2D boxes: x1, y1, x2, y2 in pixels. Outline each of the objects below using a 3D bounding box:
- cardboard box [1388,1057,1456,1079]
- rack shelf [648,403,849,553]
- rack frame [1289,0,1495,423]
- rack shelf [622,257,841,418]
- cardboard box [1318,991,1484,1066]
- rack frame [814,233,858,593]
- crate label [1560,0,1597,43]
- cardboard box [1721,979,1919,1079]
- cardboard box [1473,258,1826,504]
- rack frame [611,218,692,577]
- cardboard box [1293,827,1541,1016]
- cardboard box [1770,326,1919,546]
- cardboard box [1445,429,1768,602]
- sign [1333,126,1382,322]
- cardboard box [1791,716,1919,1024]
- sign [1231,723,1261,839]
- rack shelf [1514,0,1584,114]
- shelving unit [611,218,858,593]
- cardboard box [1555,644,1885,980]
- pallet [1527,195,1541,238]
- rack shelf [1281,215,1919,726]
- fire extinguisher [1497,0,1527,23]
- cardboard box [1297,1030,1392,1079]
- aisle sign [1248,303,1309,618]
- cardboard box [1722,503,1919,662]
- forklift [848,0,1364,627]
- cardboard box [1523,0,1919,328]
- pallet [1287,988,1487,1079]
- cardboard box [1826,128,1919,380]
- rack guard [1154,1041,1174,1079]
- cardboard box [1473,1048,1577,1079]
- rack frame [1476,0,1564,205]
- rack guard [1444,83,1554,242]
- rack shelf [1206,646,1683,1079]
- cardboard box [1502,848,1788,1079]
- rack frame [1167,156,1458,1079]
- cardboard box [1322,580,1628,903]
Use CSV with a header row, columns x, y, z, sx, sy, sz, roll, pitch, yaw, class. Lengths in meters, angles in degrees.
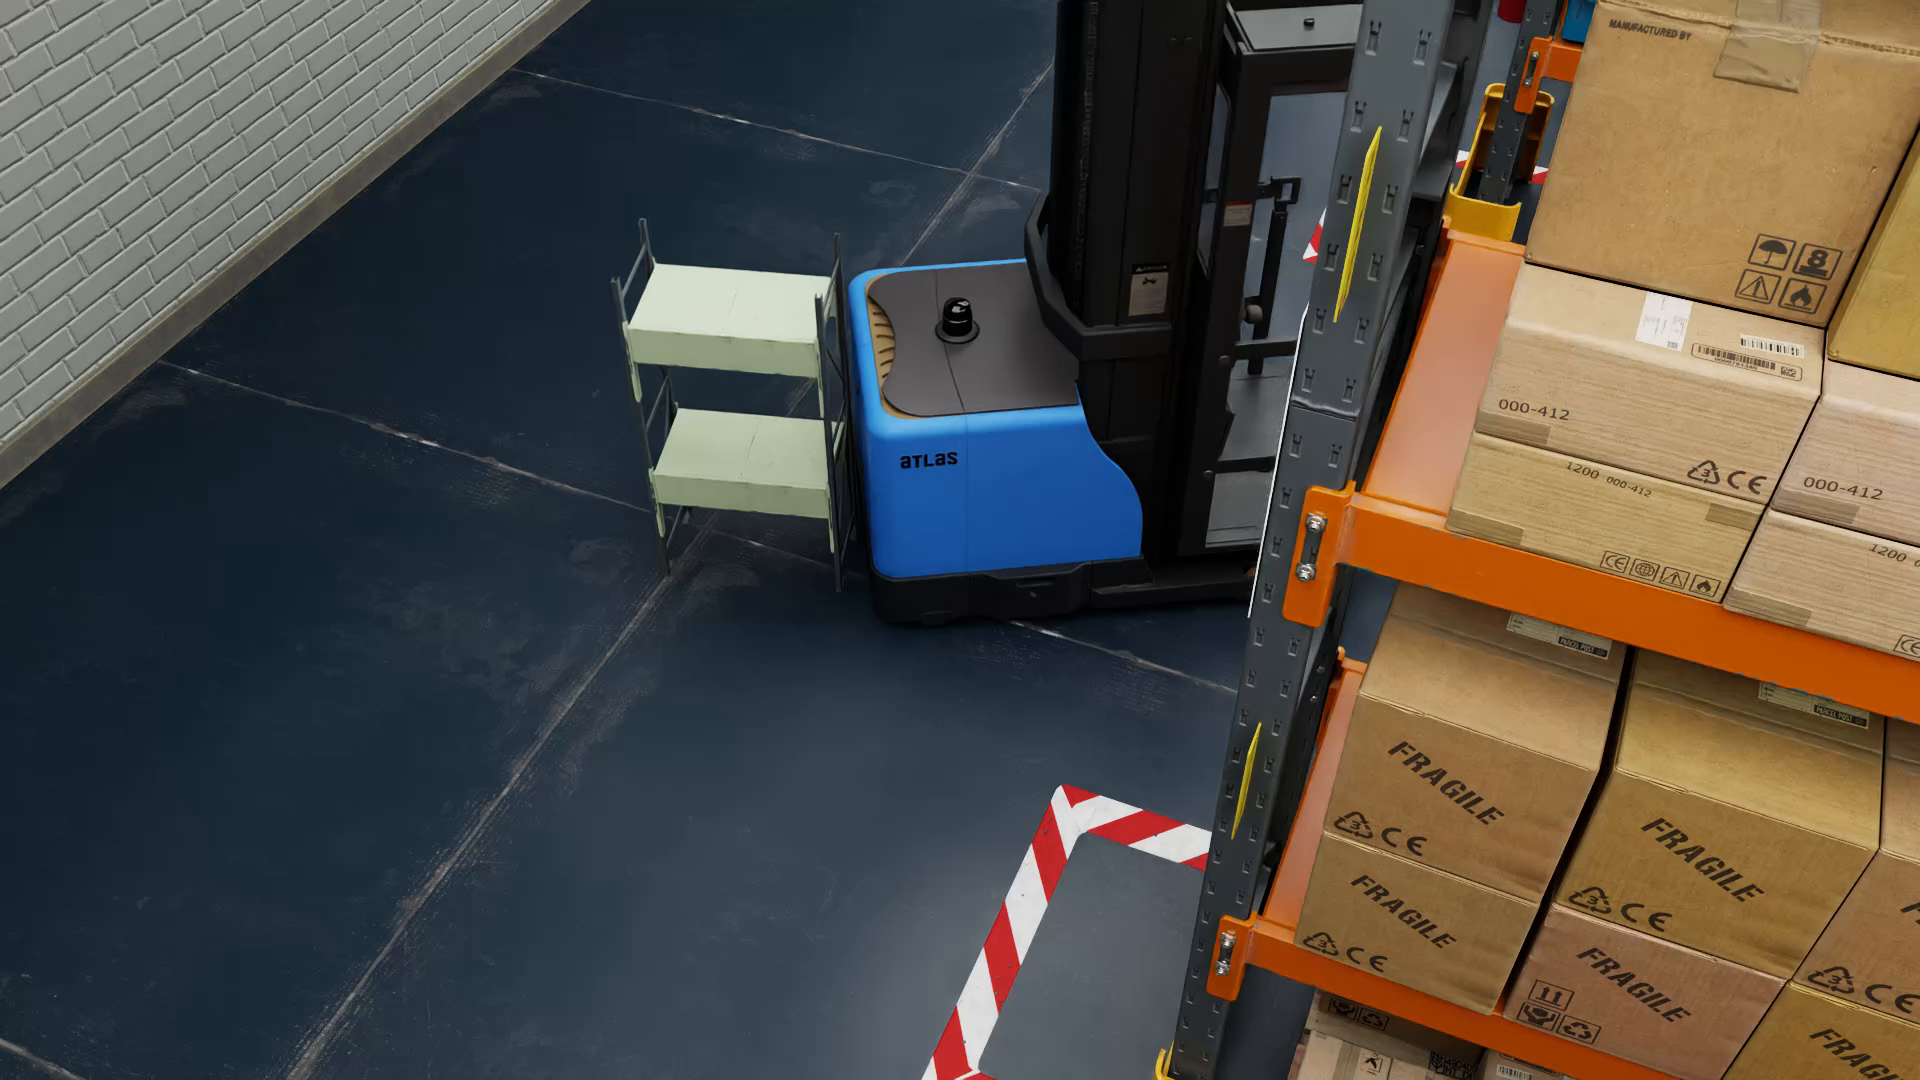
x,y,z,sx,sy,sz,roll,pitch,yaw,class
1.347,1.759,4.891,0.250,0.166,0.380,16,47,16,cardboard box
-0.836,-0.254,6.743,0.720,0.370,0.431,5,45,5,rack shelf
0.862,-1.621,2.339,0.127,3.000,1.000,16,47,16,rack frame
-0.836,-0.762,6.238,0.720,0.370,0.431,5,45,5,rack shelf
1.458,1.223,5.194,0.500,0.500,0.500,16,47,16,cardboard box
-0.473,-0.452,6.480,0.023,1.500,0.400,5,45,5,rack frame
2.873,-2.399,7.449,0.303,0.233,0.416,16,47,16,crate label
2.110,1.037,3.849,0.500,0.500,0.500,16,47,16,cardboard box
1.236,-0.373,2.963,0.500,0.250,0.500,16,47,16,cardboard box
-1.199,-0.519,6.547,0.023,1.500,0.400,5,45,5,rack frame
1.170,0.762,4.126,0.500,0.500,0.500,17,47,17,cardboard box
1.694,-0.233,2.821,0.500,0.250,0.500,16,47,16,cardboard box
1.238,-0.200,3.143,0.500,0.250,0.500,16,47,16,cardboard box
0.653,-0.515,2.733,0.005,0.325,0.100,16,47,16,sign
2.115,0.684,3.496,0.500,0.500,0.500,17,47,16,cardboard box
0.653,0.552,3.794,0.005,0.325,0.100,16,47,16,sign
4.618,-1.920,7.402,4.000,0.370,1.077,16,47,16,rack shelf
-0.836,-0.485,6.513,0.755,1.500,0.431,5,45,5,shelving unit
1.655,0.544,3.635,0.500,0.500,0.500,17,47,16,cardboard box
3.518,-1.481,8.427,1.213,0.211,1.003,16,47,16,pallet
2.708,0.240,3.104,4.000,0.370,1.077,16,47,16,rack shelf
2.808,-2.895,8.192,0.183,0.674,0.296,16,47,16,fire extinguisher
1.116,1.697,4.966,0.250,0.149,0.380,16,47,16,cardboard box
0.686,-0.244,3.364,0.004,0.787,0.394,16,47,16,aisle sign
1.694,-0.056,2.998,0.500,0.250,0.500,16,47,16,cardboard box
1.096,-1.151,6.168,3.031,2.935,1.130,-5,45,-5,forklift
1.342,-0.819,2.879,0.500,0.500,0.700,16,47,16,cardboard box
1.668,1.730,5.200,1.213,0.211,1.003,16,47,16,pallet
1.771,-0.628,2.687,0.500,0.500,0.700,16,47,16,cardboard box
0.932,1.412,5.315,0.348,0.500,1.175,16,47,16,rack guard
1.716,1.792,4.799,0.500,0.250,0.500,16,47,16,cardboard box
2.772,-2.718,7.694,0.127,3.000,1.000,16,47,16,rack frame
2.745,-1.830,8.574,0.348,0.500,1.175,16,47,16,rack guard
2.708,1.303,4.162,4.000,0.370,1.077,16,47,16,rack shelf
1.648,0.898,3.988,0.500,0.500,0.500,16,47,15,cardboard box
0.862,0.505,4.455,0.127,3.000,1.000,16,47,16,rack frame
1.170,0.407,3.773,0.500,0.500,0.500,18,48,17,cardboard box
